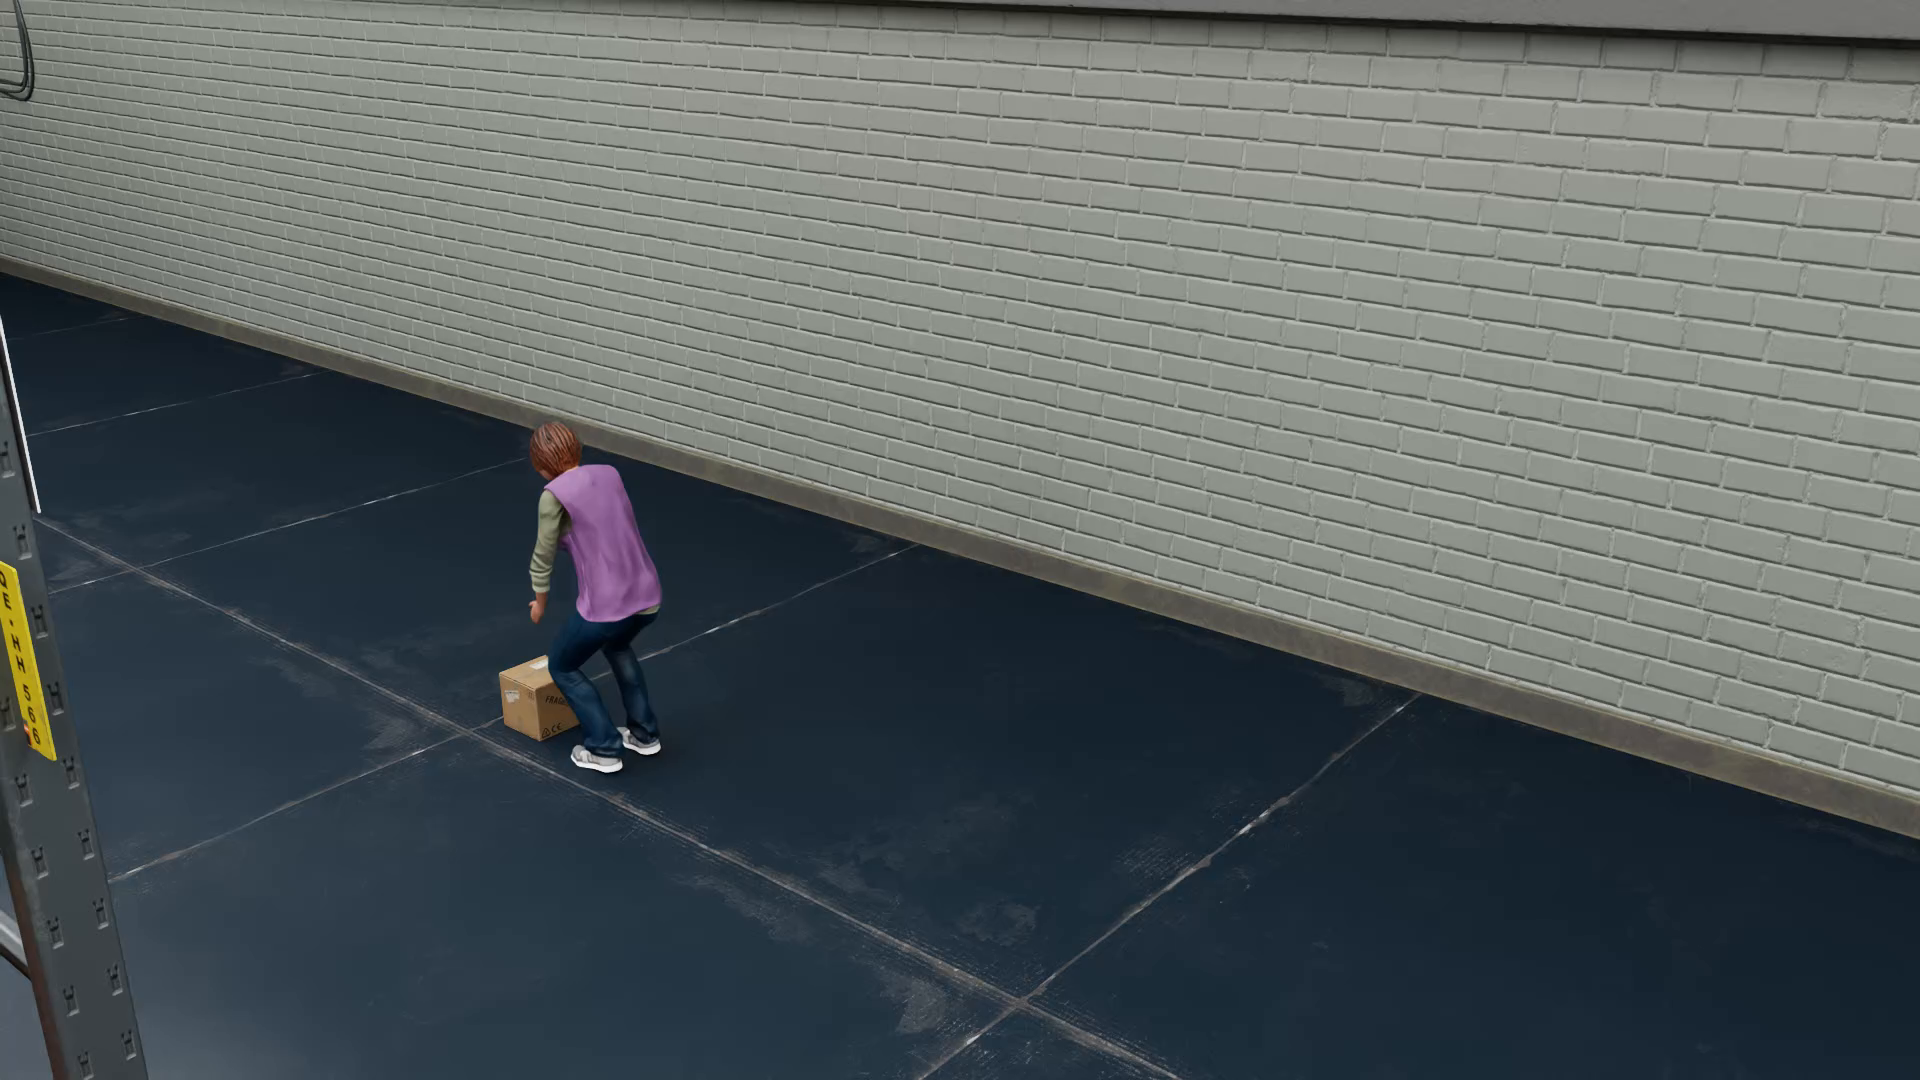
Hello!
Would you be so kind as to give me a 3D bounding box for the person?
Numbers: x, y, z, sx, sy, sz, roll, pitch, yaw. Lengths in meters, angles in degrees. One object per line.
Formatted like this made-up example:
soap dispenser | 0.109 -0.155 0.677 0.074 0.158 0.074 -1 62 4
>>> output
person | -1.476 0.255 6.696 0.560 1.408 0.456 16 26 37
